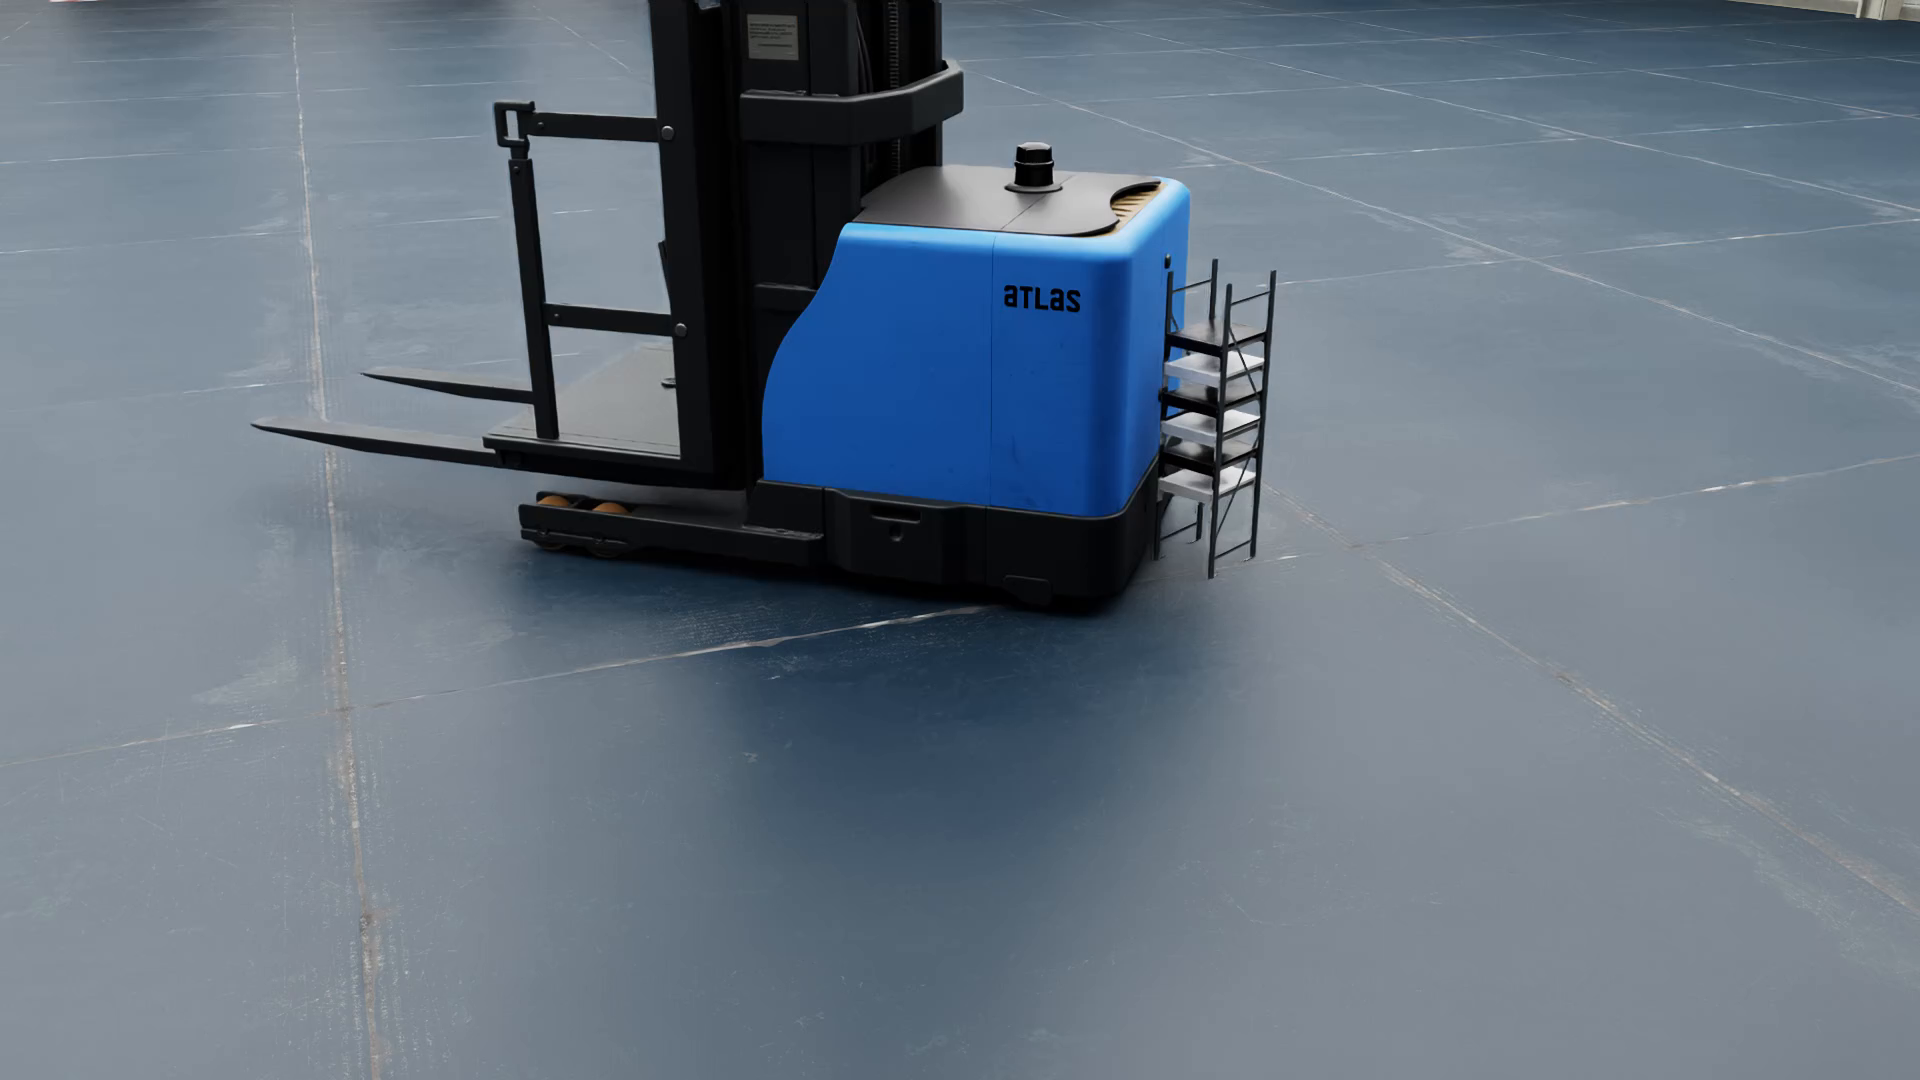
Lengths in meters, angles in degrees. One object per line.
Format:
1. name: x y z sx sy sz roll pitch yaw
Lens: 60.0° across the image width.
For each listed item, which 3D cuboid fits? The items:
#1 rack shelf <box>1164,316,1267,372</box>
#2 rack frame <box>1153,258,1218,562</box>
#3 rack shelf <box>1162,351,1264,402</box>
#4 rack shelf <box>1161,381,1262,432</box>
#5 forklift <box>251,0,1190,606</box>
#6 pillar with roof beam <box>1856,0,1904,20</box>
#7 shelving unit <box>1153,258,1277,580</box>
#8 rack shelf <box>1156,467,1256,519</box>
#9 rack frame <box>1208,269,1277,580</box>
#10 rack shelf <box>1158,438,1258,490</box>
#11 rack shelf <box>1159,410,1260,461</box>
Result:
1. rack shelf: 0.751 -0.574 4.844 0.200 0.077 0.258 20 30 39
2. rack frame: 0.677 -0.383 5.000 0.006 0.900 0.240 20 30 39
3. rack shelf: 0.751 -0.491 4.879 0.200 0.077 0.258 20 30 39
4. rack shelf: 0.751 -0.408 4.914 0.200 0.077 0.258 20 30 39
5. forklift: -0.851 -1.482 4.993 3.031 2.935 1.130 7 24 16
6. pillar with roof beam: 7.308 -9.999 17.388 9.100 9.000 0.400 -8 24 -19
7. shelving unit: 0.751 -0.356 4.936 0.210 0.900 0.258 20 30 39
8. rack shelf: 0.751 -0.159 5.019 0.200 0.077 0.258 20 30 39
9. rack frame: 0.825 -0.329 4.871 0.006 0.900 0.240 20 30 39
10. rack shelf: 0.751 -0.242 4.984 0.200 0.077 0.258 20 30 39
11. rack shelf: 0.751 -0.325 4.949 0.200 0.077 0.258 20 30 39
